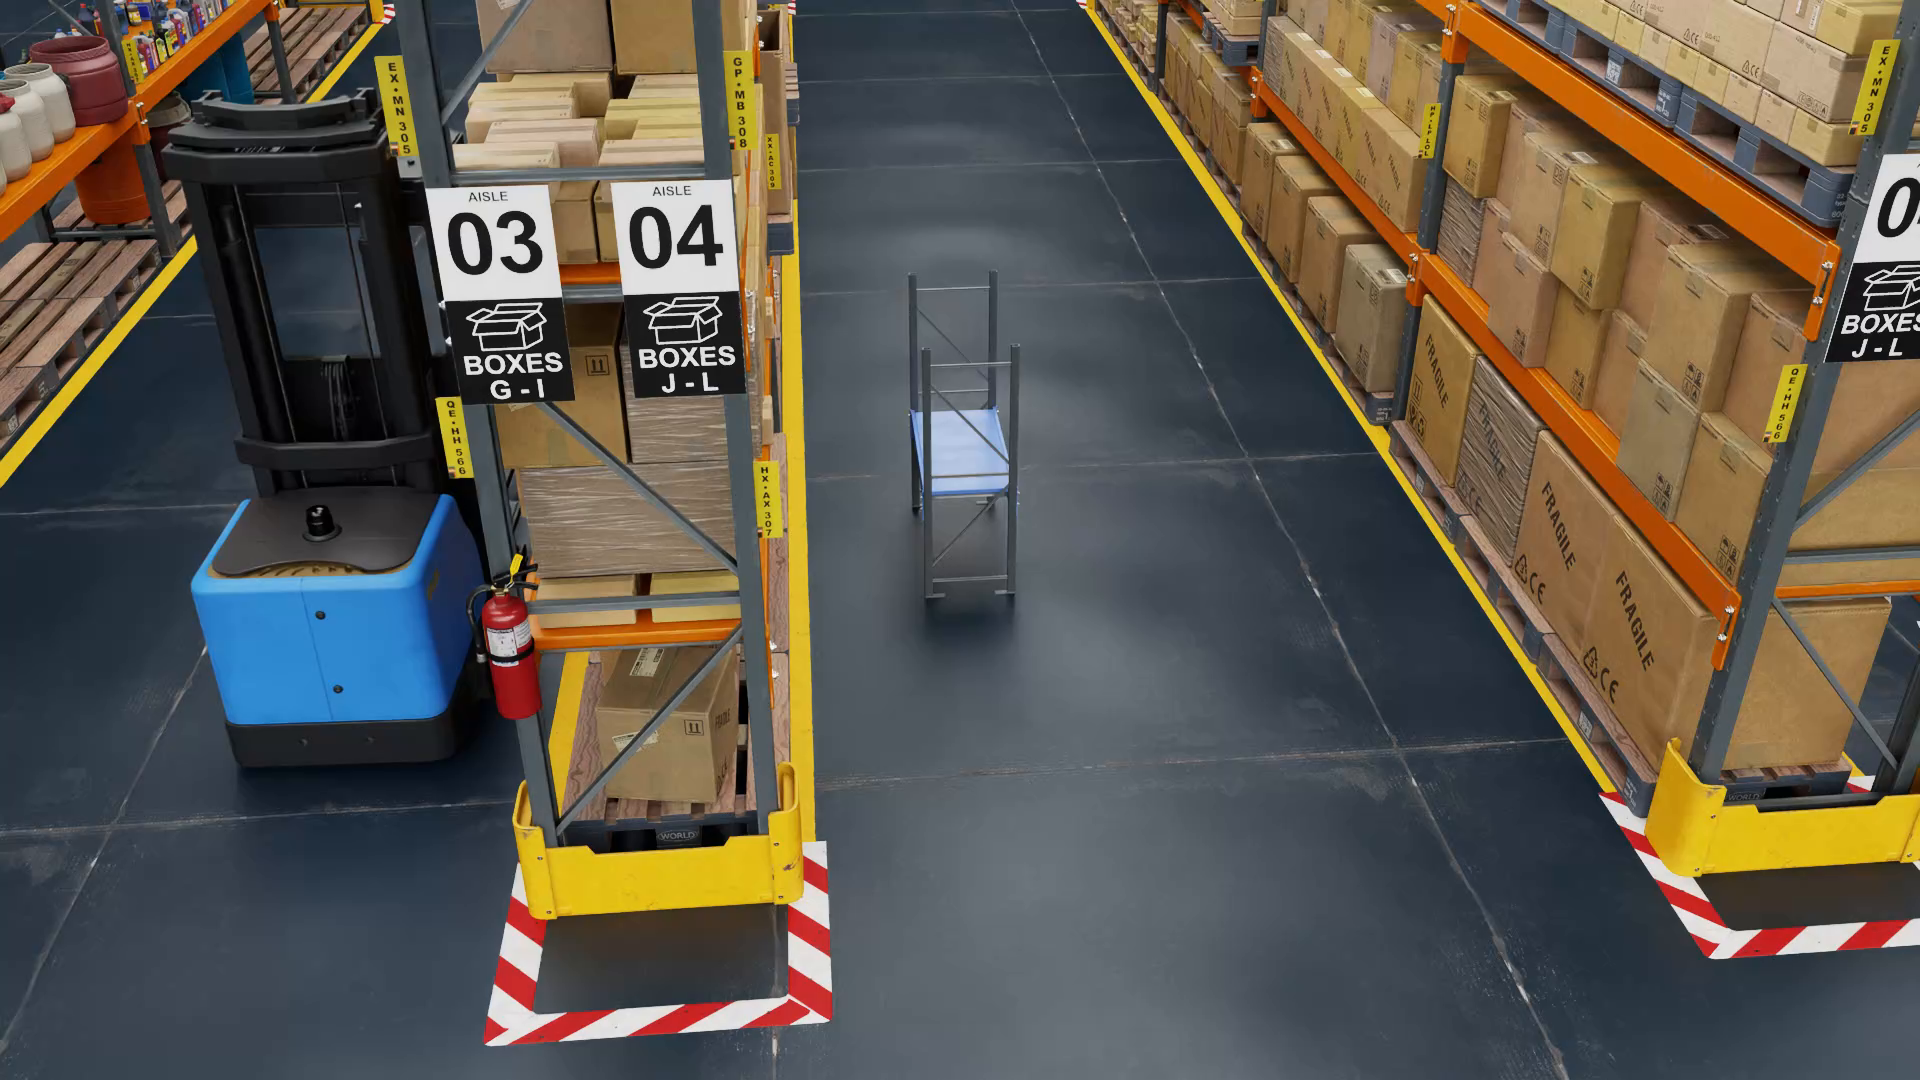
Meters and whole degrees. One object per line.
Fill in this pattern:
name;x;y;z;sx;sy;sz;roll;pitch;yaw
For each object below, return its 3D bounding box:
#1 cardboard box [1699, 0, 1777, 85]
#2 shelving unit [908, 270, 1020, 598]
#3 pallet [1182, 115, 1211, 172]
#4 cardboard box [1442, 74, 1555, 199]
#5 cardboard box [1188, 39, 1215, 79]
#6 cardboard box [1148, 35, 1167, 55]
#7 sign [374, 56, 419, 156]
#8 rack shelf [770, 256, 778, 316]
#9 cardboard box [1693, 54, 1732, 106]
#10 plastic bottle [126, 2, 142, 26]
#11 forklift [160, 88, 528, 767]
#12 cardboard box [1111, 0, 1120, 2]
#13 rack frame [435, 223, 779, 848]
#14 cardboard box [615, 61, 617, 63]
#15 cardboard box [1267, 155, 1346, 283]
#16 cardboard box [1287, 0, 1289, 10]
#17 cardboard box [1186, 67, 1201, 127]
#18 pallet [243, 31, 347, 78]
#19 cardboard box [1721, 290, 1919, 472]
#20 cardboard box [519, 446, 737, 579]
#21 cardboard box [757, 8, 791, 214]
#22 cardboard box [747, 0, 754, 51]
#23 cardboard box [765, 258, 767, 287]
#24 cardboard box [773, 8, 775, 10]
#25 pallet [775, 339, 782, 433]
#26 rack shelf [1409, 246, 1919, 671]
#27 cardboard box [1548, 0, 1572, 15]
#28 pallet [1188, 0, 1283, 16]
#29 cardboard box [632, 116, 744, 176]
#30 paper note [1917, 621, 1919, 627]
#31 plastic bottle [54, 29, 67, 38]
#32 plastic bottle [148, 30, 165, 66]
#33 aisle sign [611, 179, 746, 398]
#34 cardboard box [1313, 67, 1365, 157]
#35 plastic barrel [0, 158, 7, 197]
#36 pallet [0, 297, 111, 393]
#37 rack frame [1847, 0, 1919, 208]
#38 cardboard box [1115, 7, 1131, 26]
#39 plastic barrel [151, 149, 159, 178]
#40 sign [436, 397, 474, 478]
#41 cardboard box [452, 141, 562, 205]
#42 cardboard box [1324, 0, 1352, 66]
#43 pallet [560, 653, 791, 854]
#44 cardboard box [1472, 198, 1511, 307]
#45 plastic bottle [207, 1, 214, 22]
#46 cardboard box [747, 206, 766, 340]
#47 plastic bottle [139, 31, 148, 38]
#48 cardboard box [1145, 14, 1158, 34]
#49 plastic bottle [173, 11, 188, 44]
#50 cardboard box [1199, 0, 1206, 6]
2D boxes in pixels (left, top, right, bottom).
cardboard box;3.315;-2.004;6.604;0.500;0.250;0.500;-3;31;-4
shelving unit;0.008;-0.600;9.292;0.538;1.500;1.048;-3;31;-5
pallet;2.755;-3.846;15.982;1.003;0.211;1.213;-3;31;-5
cardboard box;3.312;-2.318;9.506;0.875;0.550;0.550;-3;31;-5
cardboard box;2.466;-4.571;15.775;0.500;0.250;0.500;-2;31;-3
cardboard box;2.218;-5.294;17.769;0.380;0.149;0.250;-2;31;-4
sign;-1.817;-1.403;5.386;0.100;0.325;0.005;-3;31;-5
rack shelf;-1.823;-2.506;11.722;1.077;0.370;4.000;-3;31;-5
cardboard box;3.246;-1.883;6.791;0.380;0.149;0.250;-2;31;-4
plastic bottle;-7.420;-4.726;14.930;0.097;0.201;0.097;0;31;0
forklift;-2.996;-0.914;8.422;1.130;2.935;3.031;-2;31;-3
cardboard box;1.980;-6.512;19.807;0.380;0.149;0.250;-2;31;-3
rack frame;-1.262;0.248;6.409;1.000;3.000;0.127;-3;31;-5
cardboard box;-1.695;-2.214;7.364;0.380;0.149;0.250;-2;31;-3
cardboard box;2.990;-2.475;12.753;1.050;0.750;0.750;-2;31;-4
cardboard box;3.046;-4.608;14.374;0.380;0.149;0.250;-1;31;-2
cardboard box;2.483;-4.245;15.960;0.500;0.500;0.500;-2;31;-4
pallet;-7.539;-5.442;18.655;1.003;0.211;1.213;-3;31;-5
cardboard box;3.689;-0.657;6.726;0.875;0.550;0.550;-3;31;-5
cardboard box;-1.287;-0.205;6.780;0.875;0.500;0.500;-3;31;-5
cardboard box;-1.571;-2.644;10.257;1.000;1.000;1.000;-3;31;-4
cardboard box;-1.295;-2.530;8.282;0.500;0.250;0.500;-2;31;-3
cardboard box;-1.323;-1.590;9.733;0.380;0.149;0.250;-3;31;-5
cardboard box;-1.931;-4.920;14.965;0.500;0.500;0.500;-3;31;-4
pallet;-1.710;-0.994;11.209;1.003;0.211;1.213;-3;31;-5
rack shelf;3.498;-0.650;8.615;1.077;0.370;4.000;-3;31;-5
cardboard box;3.104;-2.662;8.094;0.380;0.149;0.250;-3;31;-5
pallet;2.712;-4.949;15.297;1.003;0.211;1.213;-3;31;-5
cardboard box;-0.986;-1.435;6.060;0.380;0.149;0.250;-2;31;-4
paper note;5.233;0.477;8.923;0.144;0.017;0.142;8;32;13
plastic bottle;-7.454;-4.106;13.825;0.097;0.271;0.097;0;31;0
plastic bottle;-6.670;-4.092;13.789;0.061;0.283;0.133;-3;31;-5
aisle sign;-0.958;-0.851;5.714;0.394;0.787;0.004;-3;31;-5
cardboard box;2.852;-3.052;11.836;0.500;0.500;0.500;-3;31;-5
plastic barrel;-6.507;-2.489;10.859;0.433;0.535;0.433;0;31;0
pallet;-6.797;-1.383;11.859;1.003;0.211;1.213;-3;31;-5
rack frame;3.685;-2.513;5.182;1.000;3.000;0.127;-3;31;-5
cardboard box;2.027;-6.131;19.460;0.380;0.149;0.250;-4;31;-7
plastic barrel;-7.146;-3.244;14.273;0.421;0.512;0.421;0;31;0
sign;-1.817;-0.368;6.004;0.100;0.325;0.005;-3;31;-5
cardboard box;-1.599;-1.273;5.789;0.380;0.149;0.250;-3;31;-5
cardboard box;3.069;-3.745;12.022;0.700;0.500;0.500;-3;31;-5
pallet;-1.310;0.990;7.887;1.003;0.211;1.213;-3;31;-5
cardboard box;3.432;-1.577;9.319;0.875;0.550;0.550;-3;31;-5
plastic bottle;-6.824;-4.800;15.054;0.097;0.201;0.097;0;31;0
cardboard box;-1.130;-1.156;7.398;0.500;0.500;0.500;-3;31;-5
plastic bottle;-6.747;-4.074;13.771;0.097;0.271;0.097;0;31;0
cardboard box;2.208;-5.574;17.947;0.380;0.149;0.250;-2;31;-4
plastic bottle;-6.751;-4.430;14.367;0.097;0.271;0.097;0;31;0
cardboard box;2.342;-4.847;14.776;0.380;0.149;0.250;-4;31;-7
